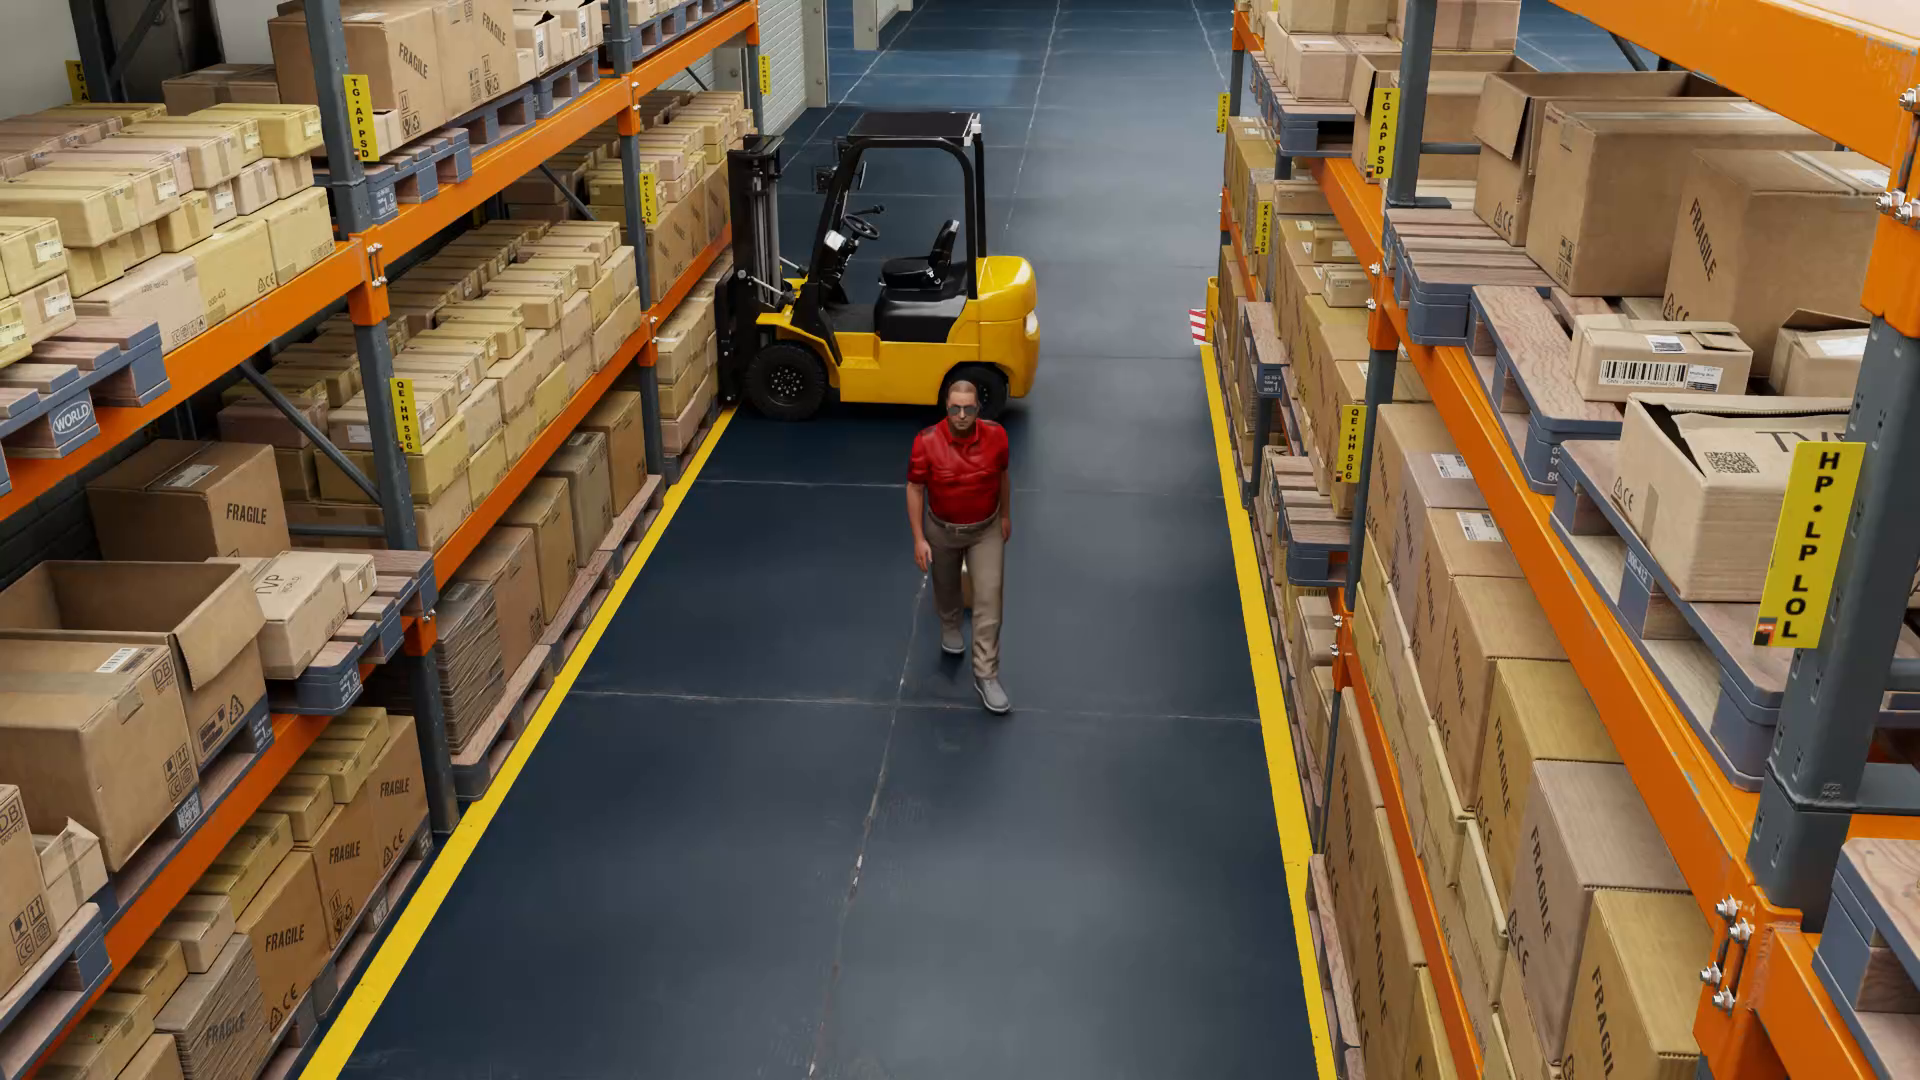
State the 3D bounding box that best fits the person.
[{"bbox_3d":[0.008,-0.043,8.703,0.570,1.663,0.985,-2,24,-3],"label":"person"}]
